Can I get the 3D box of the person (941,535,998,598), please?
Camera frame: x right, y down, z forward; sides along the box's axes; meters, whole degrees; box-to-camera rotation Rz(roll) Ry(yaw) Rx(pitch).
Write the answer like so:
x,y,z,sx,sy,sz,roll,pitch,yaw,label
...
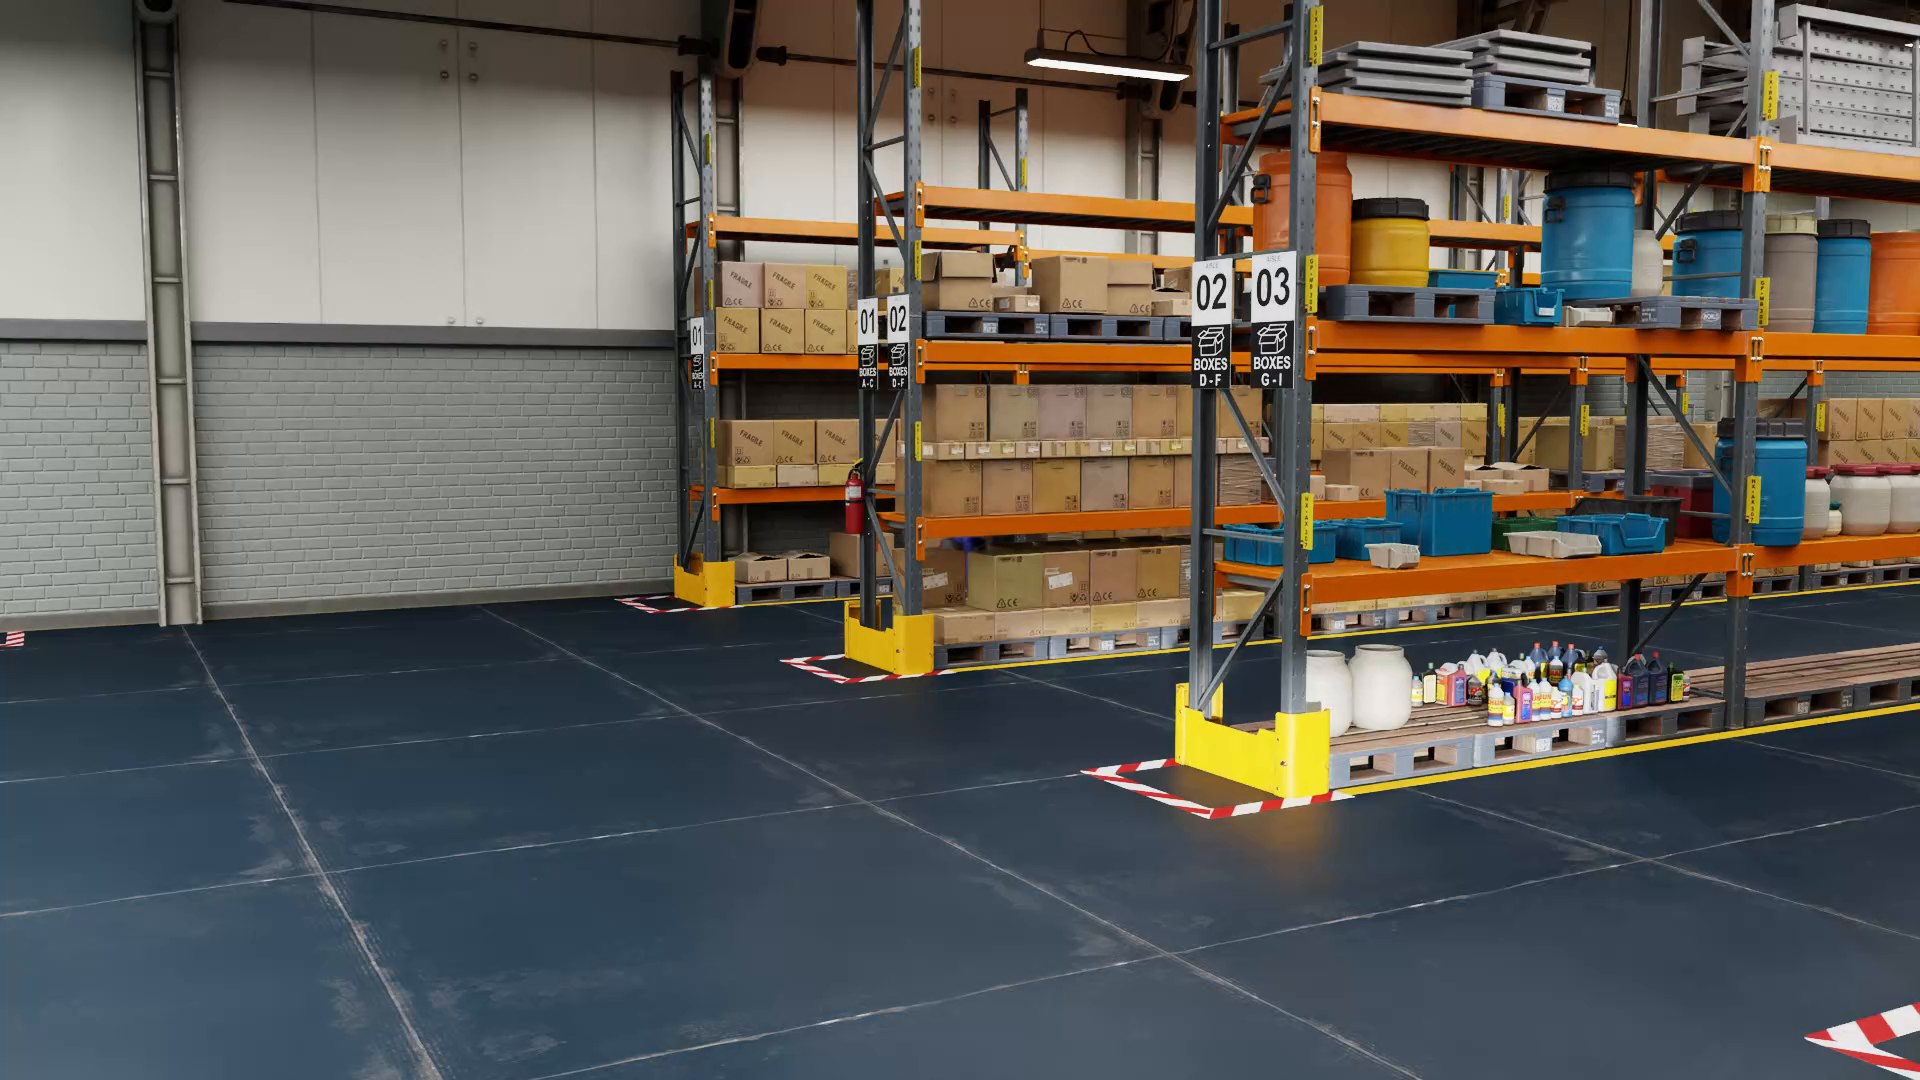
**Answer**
x,y,z,sx,sy,sz,roll,pitch,yaw,label
0.131,0.318,17.074,0.420,1.112,0.867,-3,6,-31,person
